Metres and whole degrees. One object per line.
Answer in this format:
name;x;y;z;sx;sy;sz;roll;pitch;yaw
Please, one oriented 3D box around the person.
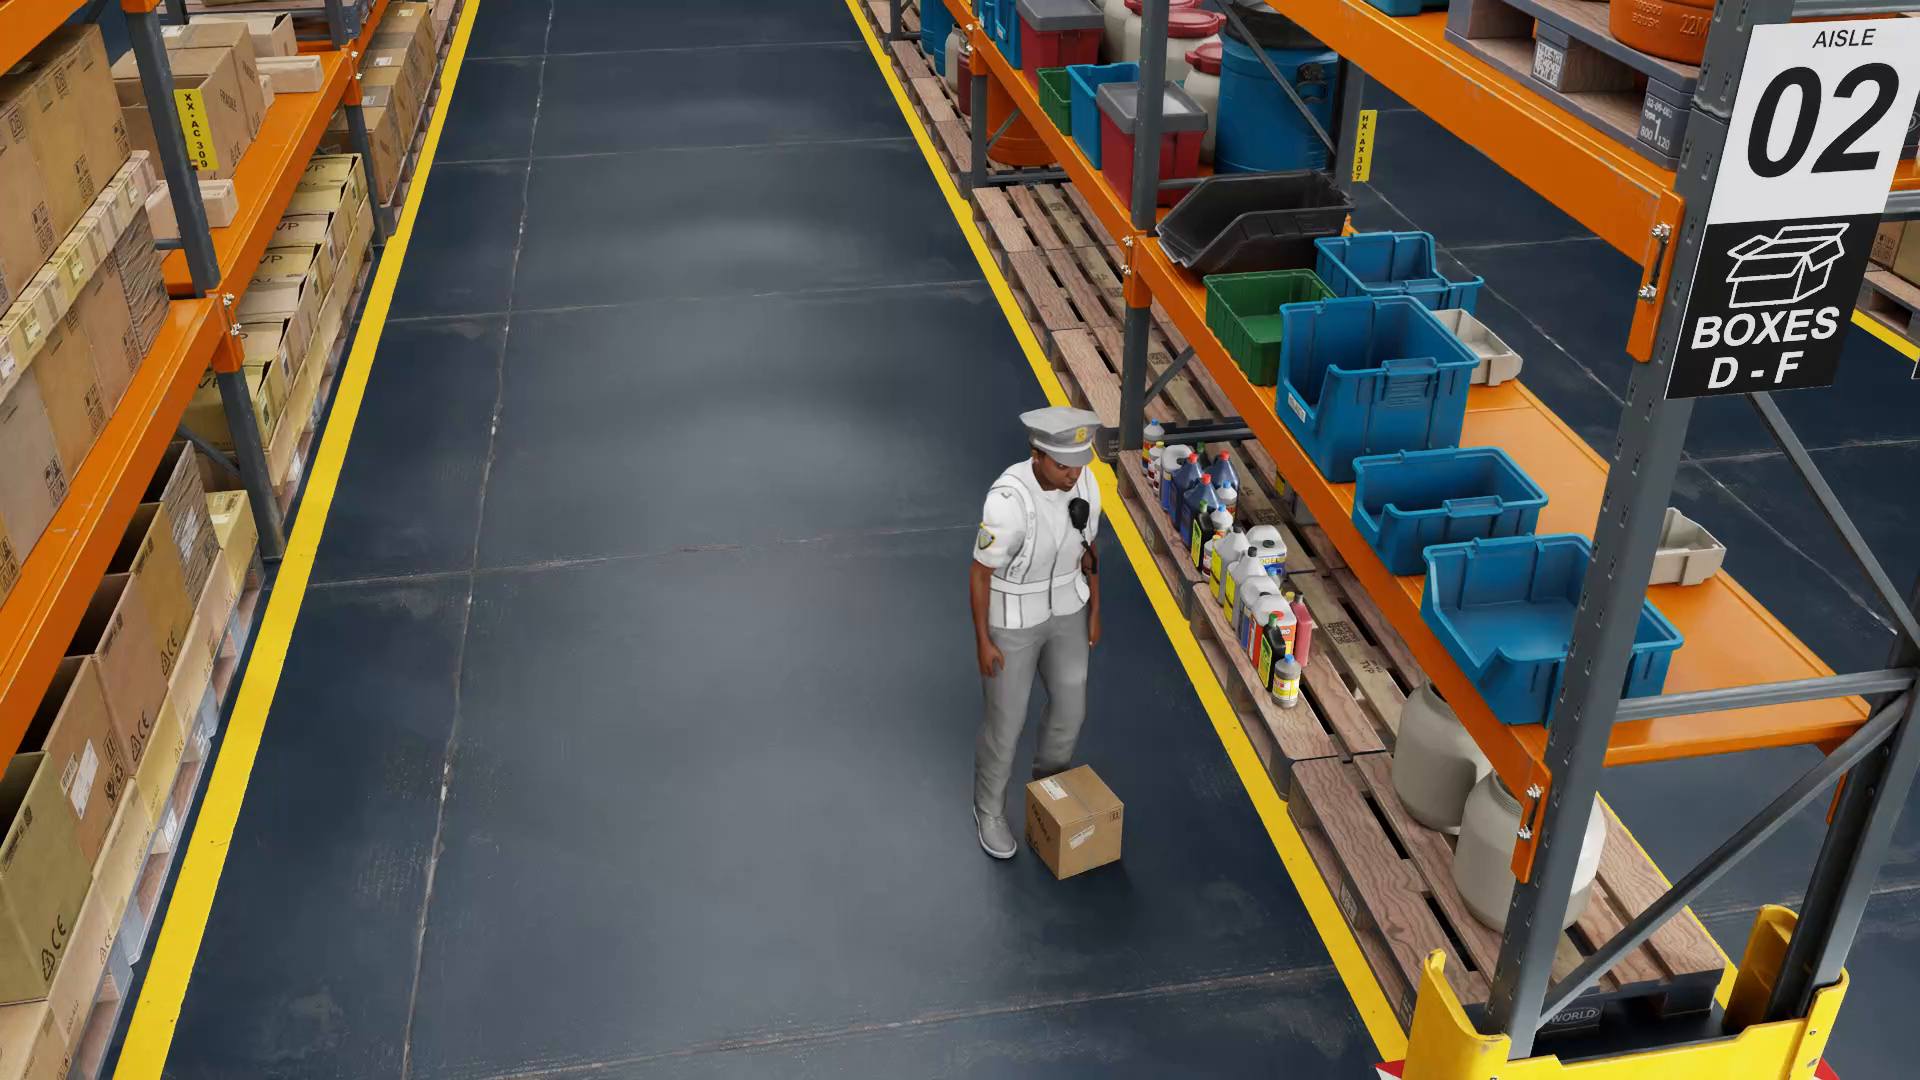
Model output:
person;0.261;0.288;5.653;0.505;1.658;0.396;-16;34;-24
